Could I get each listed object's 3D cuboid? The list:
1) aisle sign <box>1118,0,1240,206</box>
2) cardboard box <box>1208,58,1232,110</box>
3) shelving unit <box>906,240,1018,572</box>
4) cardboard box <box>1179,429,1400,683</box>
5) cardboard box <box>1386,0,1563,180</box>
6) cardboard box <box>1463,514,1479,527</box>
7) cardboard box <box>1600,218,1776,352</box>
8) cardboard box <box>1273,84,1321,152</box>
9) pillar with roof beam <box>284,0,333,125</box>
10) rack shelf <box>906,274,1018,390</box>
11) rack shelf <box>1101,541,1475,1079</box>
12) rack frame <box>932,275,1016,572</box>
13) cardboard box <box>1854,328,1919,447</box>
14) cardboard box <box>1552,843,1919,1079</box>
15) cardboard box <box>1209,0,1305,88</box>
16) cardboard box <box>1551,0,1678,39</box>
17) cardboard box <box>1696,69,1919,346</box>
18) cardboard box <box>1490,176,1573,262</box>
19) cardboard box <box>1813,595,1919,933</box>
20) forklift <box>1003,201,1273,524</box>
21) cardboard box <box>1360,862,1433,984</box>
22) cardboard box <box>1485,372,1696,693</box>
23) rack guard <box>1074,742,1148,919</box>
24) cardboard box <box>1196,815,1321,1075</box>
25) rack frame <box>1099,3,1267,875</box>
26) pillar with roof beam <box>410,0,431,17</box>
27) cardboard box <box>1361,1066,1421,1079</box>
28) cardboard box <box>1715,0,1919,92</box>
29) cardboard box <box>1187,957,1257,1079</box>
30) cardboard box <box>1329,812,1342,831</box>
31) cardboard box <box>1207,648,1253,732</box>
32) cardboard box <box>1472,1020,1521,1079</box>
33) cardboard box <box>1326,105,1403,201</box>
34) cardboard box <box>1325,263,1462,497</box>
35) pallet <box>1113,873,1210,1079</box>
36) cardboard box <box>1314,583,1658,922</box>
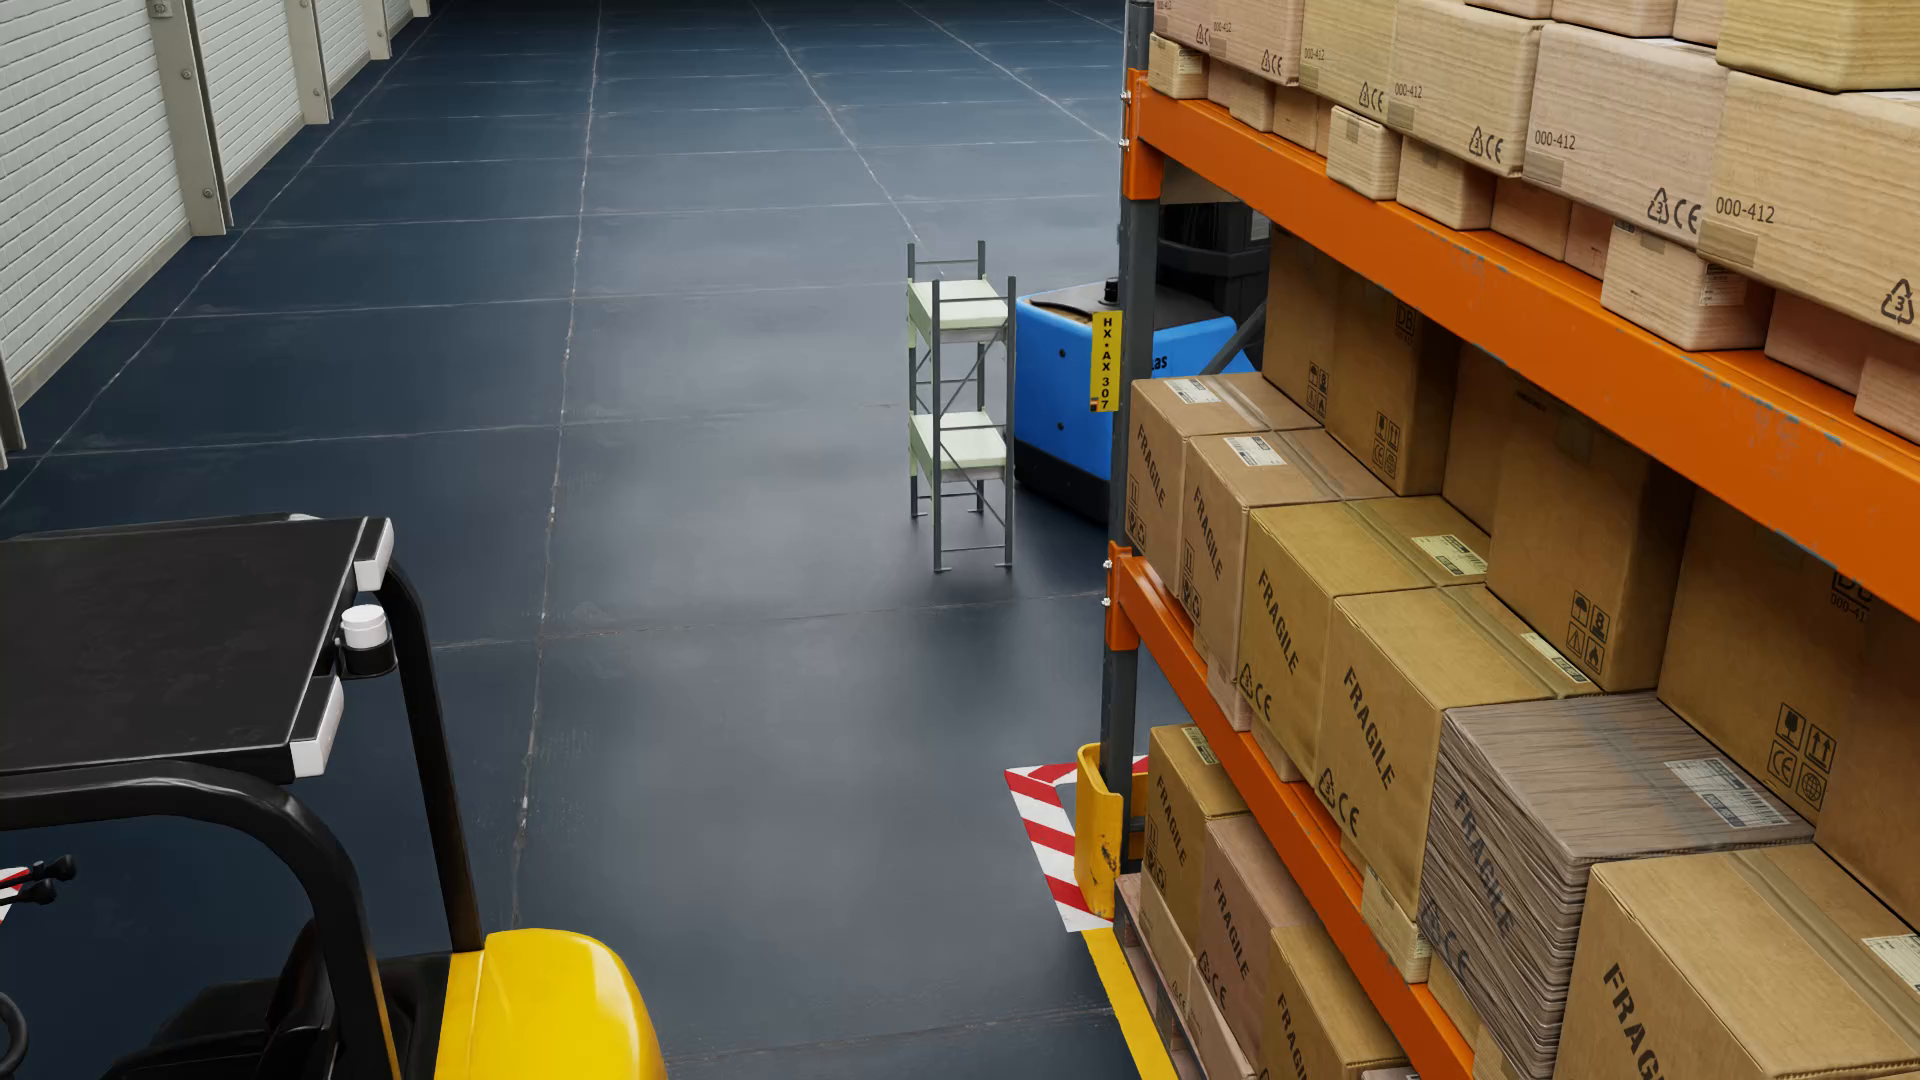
[{"bbox_3d":[0.676,-1.393,4.943,0.394,0.787,0.004,-4,24,-10],"label":"aisle sign"},{"bbox_3d":[0.871,-1.208,4.335,0.380,0.149,0.250,-5,24,-11],"label":"cardboard box"},{"bbox_3d":[-0.001,-0.690,8.456,0.431,1.500,0.755,-4,24,-10],"label":"shelving unit"},{"bbox_3d":[0.906,0.028,4.441,0.500,0.500,0.500,-4,24,-8],"label":"cardboard box"},{"bbox_3d":[1.102,-0.821,2.951,0.500,0.250,0.500,-4,24,-9],"label":"cardboard box"},{"bbox_3d":[1.540,0.205,4.035,0.500,0.500,0.500,-4,24,-10],"label":"cardboard box"},{"bbox_3d":[1.197,-0.393,2.469,0.380,0.149,0.250,-4,24,-8],"label":"cardboard box"},{"bbox_3d":[0.956,-1.006,3.872,0.380,0.149,0.250,-4,24,-10],"label":"cardboard box"},{"bbox_3d":[-3.740,-9.638,19.575,9.100,9.000,0.400,-4,24,-10],"label":"pillar with roof beam"},{"bbox_3d":[-0.001,-1.048,8.300,0.431,0.370,0.720,-4,24,-10],"label":"rack shelf"},{"bbox_3d":[1.362,0.916,3.803,1.077,0.370,4.000,-4,24,-10],"label":"rack shelf"},{"bbox_3d":[0.066,-0.546,8.126,0.400,1.500,0.023,-4,24,-10],"label":"rack frame"},{"bbox_3d":[1.342,-0.192,2.009,0.380,0.149,0.250,-4,24,-9],"label":"cardboard box"},{"bbox_3d":[1.303,0.833,2.598,0.500,0.500,0.500,-4,24,-8],"label":"cardboard box"},{"bbox_3d":[0.907,-1.226,3.877,0.500,0.250,0.500,-5,24,-11],"label":"cardboard box"},{"bbox_3d":[1.152,-0.865,2.553,0.380,0.149,0.250,-4,24,-9],"label":"cardboard box"},{"bbox_3d":[1.291,-0.421,2.034,0.500,0.250,0.500,-5,24,-11],"label":"cardboard box"},{"bbox_3d":[1.181,-0.603,2.948,0.380,0.149,0.250,-5,24,-10],"label":"cardboard box"},{"bbox_3d":[1.790,0.341,2.475,0.700,0.500,0.500,-4,24,-9],"label":"cardboard box"},{"bbox_3d":[1.745,-1.855,9.336,3.031,2.935,1.130,-15,28,-31],"label":"forklift"},{"bbox_3d":[1.080,0.784,3.521,0.380,0.149,0.250,-4,24,-9],"label":"cardboard box"},{"bbox_3d":[1.538,-0.056,3.385,0.700,0.500,0.500,-4,24,-10],"label":"cardboard box"},{"bbox_3d":[1.006,0.976,5.892,1.175,0.500,0.348,-4,24,-10],"label":"rack guard"},{"bbox_3d":[0.975,1.076,4.511,0.500,0.500,0.500,-5,24,-12],"label":"cardboard box"},{"bbox_3d":[0.992,-0.200,5.460,1.000,3.000,0.127,-4,24,-10],"label":"rack frame"},{"bbox_3d":[-5.959,-14.358,30.383,9.100,9.000,0.400,-4,24,-10],"label":"pillar with roof beam"},{"bbox_3d":[1.167,1.484,3.578,0.500,0.500,0.500,-3,24,-7],"label":"cardboard box"},{"bbox_3d":[1.198,-0.658,2.078,0.380,0.149,0.250,-4,24,-8],"label":"cardboard box"},{"bbox_3d":[0.956,1.407,4.692,0.500,0.250,0.500,-3,24,-8],"label":"cardboard box"},{"bbox_3d":[1.072,0.575,4.000,0.380,0.149,0.250,-3,24,-8],"label":"cardboard box"},{"bbox_3d":[0.883,0.376,4.455,0.380,0.149,0.250,-4,24,-9],"label":"cardboard box"},{"bbox_3d":[1.182,0.985,3.060,0.380,0.149,0.250,-5,24,-11],"label":"cardboard box"},{"bbox_3d":[0.977,-0.797,3.393,0.380,0.149,0.250,-4,24,-9],"label":"cardboard box"},{"bbox_3d":[1.387,-0.456,4.300,0.700,0.500,0.500,-4,24,-9],"label":"cardboard box"},{"bbox_3d":[1.122,1.430,5.212,1.003,0.211,1.213,-4,24,-10],"label":"pallet"},{"bbox_3d":[1.103,0.428,3.526,0.500,0.500,0.500,-5,24,-11],"label":"cardboard box"}]
